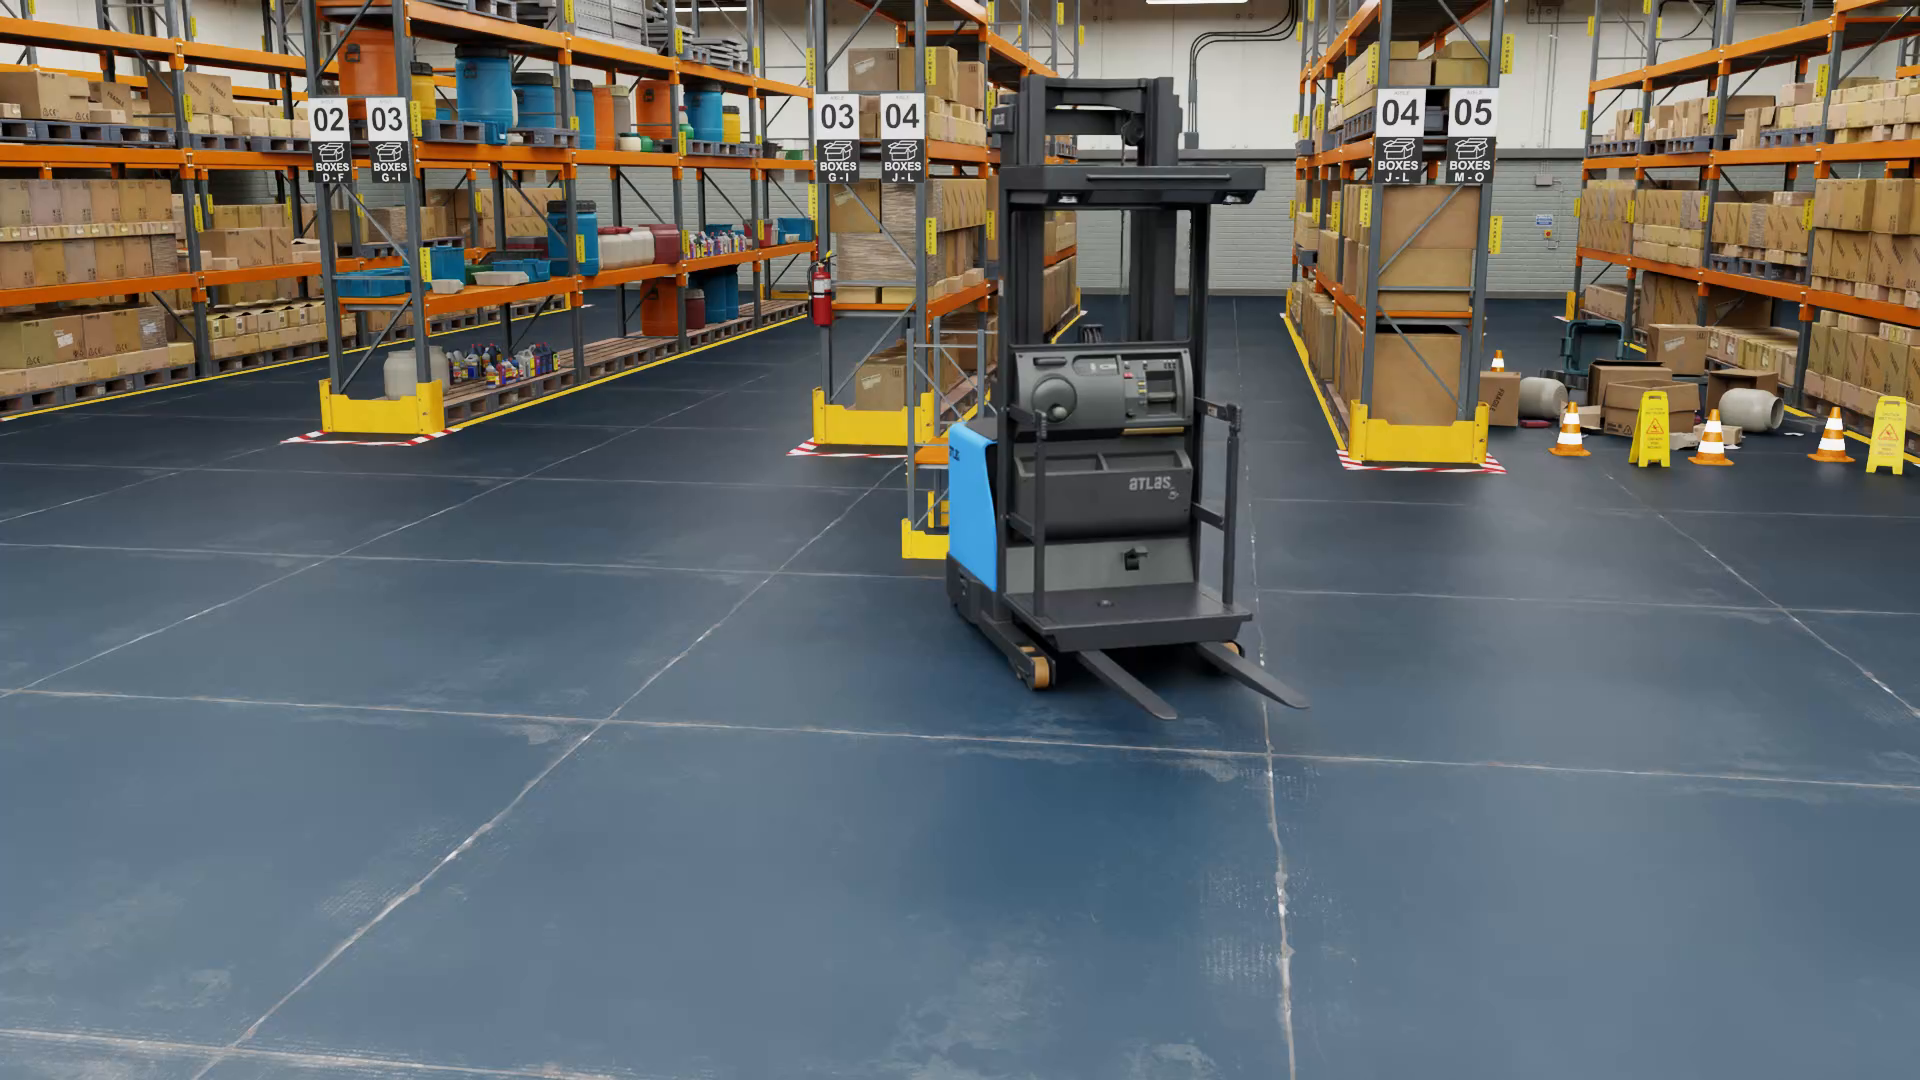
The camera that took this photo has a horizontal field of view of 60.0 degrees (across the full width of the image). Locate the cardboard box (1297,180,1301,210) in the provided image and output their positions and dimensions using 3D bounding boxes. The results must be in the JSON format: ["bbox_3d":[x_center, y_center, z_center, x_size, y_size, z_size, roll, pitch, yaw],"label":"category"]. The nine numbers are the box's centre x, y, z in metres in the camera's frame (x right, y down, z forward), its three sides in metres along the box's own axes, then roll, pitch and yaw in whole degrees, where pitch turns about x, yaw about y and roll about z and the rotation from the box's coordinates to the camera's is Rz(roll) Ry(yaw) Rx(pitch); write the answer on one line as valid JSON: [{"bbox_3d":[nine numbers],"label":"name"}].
[{"bbox_3d":[5.962,-5.808,28.005,0.500,0.500,0.500,1,12,7],"label":"cardboard box"}]

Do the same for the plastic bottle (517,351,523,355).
[{"bbox_3d":[-5.078,-2.073,19.411,0.152,0.276,0.135,2,12,9],"label":"plastic bottle"}]

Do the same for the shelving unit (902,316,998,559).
[{"bbox_3d":[-0.012,-0.717,11.262,0.587,1.500,1.083,2,12,9],"label":"shelving unit"}]

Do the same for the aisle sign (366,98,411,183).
[{"bbox_3d":[-5.421,-3.786,15.772,0.394,0.787,0.004,2,12,9],"label":"aisle sign"}]

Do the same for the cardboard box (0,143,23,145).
[{"bbox_3d":[-14.102,-5.800,24.332,0.500,0.311,0.500,2,12,9],"label":"cardboard box"}]

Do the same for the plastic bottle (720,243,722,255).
[{"bbox_3d":[-3.775,-4.566,26.032,0.097,0.201,0.097,0,12,0],"label":"plastic bottle"}]

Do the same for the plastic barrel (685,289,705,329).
[{"bbox_3d":[-4.236,-3.569,25.663,0.600,0.588,0.708,2,12,9],"label":"plastic barrel"}]

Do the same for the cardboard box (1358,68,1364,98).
[{"bbox_3d":[4.036,-4.310,15.668,0.500,0.250,0.500,2,12,8],"label":"cardboard box"}]

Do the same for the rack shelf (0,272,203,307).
[{"bbox_3d":[-10.285,-2.766,18.915,1.077,0.370,4.000,2,12,9],"label":"rack shelf"}]

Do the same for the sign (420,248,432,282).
[{"bbox_3d":[-5.156,-2.657,16.043,0.100,0.325,0.005,2,12,9],"label":"sign"}]

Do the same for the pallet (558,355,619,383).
[{"bbox_3d":[-5.001,-2.174,21.081,1.003,0.211,1.213,2,12,9],"label":"pallet"}]

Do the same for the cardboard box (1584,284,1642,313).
[{"bbox_3d":[11.445,-4.201,28.953,0.875,0.438,0.875,1,12,7],"label":"cardboard box"}]

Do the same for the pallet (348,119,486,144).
[{"bbox_3d":[-5.475,-4.083,16.648,1.003,0.211,1.213,2,12,9],"label":"pallet"}]

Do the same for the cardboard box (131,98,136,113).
[{"bbox_3d":[-13.978,-7.162,27.422,0.500,0.250,0.500,1,12,7],"label":"cardboard box"}]

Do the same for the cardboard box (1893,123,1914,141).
[{"bbox_3d":[8.958,-3.806,15.512,0.380,0.149,0.250,2,12,8],"label":"cardboard box"}]

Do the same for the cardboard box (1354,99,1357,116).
[{"bbox_3d":[4.070,-4.247,16.321,0.380,0.149,0.250,2,12,9],"label":"cardboard box"}]

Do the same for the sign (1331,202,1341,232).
[{"bbox_3d":[4.158,-3.573,18.394,0.100,0.325,0.005,2,12,9],"label":"sign"}]

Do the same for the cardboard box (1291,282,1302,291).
[{"bbox_3d":[6.125,-4.533,29.765,0.380,0.149,0.250,1,12,6],"label":"cardboard box"}]

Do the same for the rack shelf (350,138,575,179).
[{"bbox_3d":[-5.391,-4.071,17.851,1.077,0.370,4.000,2,12,9],"label":"rack shelf"}]

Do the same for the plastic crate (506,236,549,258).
[{"bbox_3d":[-5.312,-3.515,20.530,0.402,0.464,0.583,2,12,9],"label":"plastic crate"}]

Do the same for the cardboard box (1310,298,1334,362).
[{"bbox_3d":[4.997,-2.663,21.072,1.050,0.750,0.750,2,12,10],"label":"cardboard box"}]

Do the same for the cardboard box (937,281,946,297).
[{"bbox_3d":[-0.351,-2.516,16.644,0.380,0.149,0.250,2,12,9],"label":"cardboard box"}]

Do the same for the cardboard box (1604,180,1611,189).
[{"bbox_3d":[10.840,-5.857,27.403,0.380,0.149,0.250,2,12,7],"label":"cardboard box"}]

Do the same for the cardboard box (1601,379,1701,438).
[{"bbox_3d":[6.756,-1.286,16.265,0.797,0.503,0.637,-7,14,-30],"label":"cardboard box"}]

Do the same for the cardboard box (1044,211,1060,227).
[{"bbox_3d":[1.367,-5.408,27.336,0.500,0.500,0.500,2,12,9],"label":"cardboard box"}]

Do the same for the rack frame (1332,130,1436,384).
[{"bbox_3d":[4.696,-3.030,18.435,1.000,3.000,0.127,2,12,9],"label":"rack frame"}]

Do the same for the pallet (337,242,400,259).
[{"bbox_3d":[-9.328,-4.416,25.321,1.213,0.211,1.003,2,12,9],"label":"pallet"}]

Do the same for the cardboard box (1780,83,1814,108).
[{"bbox_3d":[9.701,-5.072,18.959,0.500,0.250,0.500,2,12,10],"label":"cardboard box"}]

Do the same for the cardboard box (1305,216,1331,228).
[{"bbox_3d":[4.933,-4.353,22.761,0.380,0.149,0.250,1,12,6],"label":"cardboard box"}]

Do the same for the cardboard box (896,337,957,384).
[{"bbox_3d":[-0.371,-1.994,18.563,0.500,0.500,0.500,6,14,27],"label":"cardboard box"}]

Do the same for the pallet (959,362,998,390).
[{"bbox_3d":[-0.071,-2.011,20.325,1.003,0.211,1.213,2,12,9],"label":"pallet"}]

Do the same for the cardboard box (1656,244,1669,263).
[{"bbox_3d":[10.246,-4.082,23.672,0.500,0.250,0.500,2,12,8],"label":"cardboard box"}]

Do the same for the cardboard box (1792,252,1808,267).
[{"bbox_3d":[9.409,-3.090,18.309,0.380,0.149,0.250,2,12,9],"label":"cardboard box"}]

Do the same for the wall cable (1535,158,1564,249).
[{"bbox_3d":[12.292,-7.076,34.719,0.585,1.953,0.123,2,12,9],"label":"wall cable"}]

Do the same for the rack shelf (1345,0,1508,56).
[{"bbox_3d":[4.388,-5.000,15.989,1.077,0.370,4.000,2,12,9],"label":"rack shelf"}]

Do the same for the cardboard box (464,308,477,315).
[{"bbox_3d":[-8.540,-4.080,28.196,0.500,0.500,0.500,2,12,8],"label":"cardboard box"}]

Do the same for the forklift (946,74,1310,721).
[{"bbox_3d":[0.790,-0.791,8.207,1.130,2.935,3.031,-3,13,-14],"label":"forklift"}]

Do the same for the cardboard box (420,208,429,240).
[{"bbox_3d":[-8.958,-5.084,26.728,0.700,0.500,0.500,-1,12,-6],"label":"cardboard box"}]

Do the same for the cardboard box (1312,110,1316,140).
[{"bbox_3d":[5.759,-6.341,25.442,0.700,0.500,0.500,2,12,9],"label":"cardboard box"}]

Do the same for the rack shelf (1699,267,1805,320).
[{"bbox_3d":[9.910,-2.956,19.796,1.077,0.370,4.000,2,12,9],"label":"rack shelf"}]

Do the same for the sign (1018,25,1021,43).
[{"bbox_3d":[1.108,-9.196,30.212,0.100,0.325,0.005,2,12,9],"label":"sign"}]

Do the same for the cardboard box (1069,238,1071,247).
[{"bbox_3d":[1.771,-5.290,29.516,0.380,0.149,0.250,2,12,7],"label":"cardboard box"}]

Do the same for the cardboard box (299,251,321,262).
[{"bbox_3d":[-9.228,-4.048,23.751,0.380,0.149,0.250,2,12,9],"label":"cardboard box"}]

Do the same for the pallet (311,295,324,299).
[{"bbox_3d":[-13.073,-4.660,32.613,1.003,0.211,1.213,2,12,9],"label":"pallet"}]

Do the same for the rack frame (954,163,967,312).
[{"bbox_3d":[0.425,-4.045,23.142,1.000,3.000,0.127,2,12,9],"label":"rack frame"}]

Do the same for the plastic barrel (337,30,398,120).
[{"bbox_3d":[-5.750,-4.527,16.242,0.600,0.830,0.708,2,12,9],"label":"plastic barrel"}]

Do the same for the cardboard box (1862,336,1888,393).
[{"bbox_3d":[9.014,-1.675,15.895,0.500,0.500,0.500,2,12,7],"label":"cardboard box"}]

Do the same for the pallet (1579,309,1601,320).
[{"bbox_3d":[11.402,-3.857,28.889,1.003,0.211,1.213,2,12,9],"label":"pallet"}]

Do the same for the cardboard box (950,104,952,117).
[{"bbox_3d":[-0.280,-4.395,17.058,0.380,0.149,0.250,1,12,7],"label":"cardboard box"}]

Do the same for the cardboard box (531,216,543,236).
[{"bbox_3d":[-8.090,-5.767,30.896,0.500,0.500,0.500,2,12,9],"label":"cardboard box"}]

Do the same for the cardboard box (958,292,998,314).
[{"bbox_3d":[0.281,-3.153,22.115,0.500,0.250,0.500,3,13,15],"label":"cardboard box"}]

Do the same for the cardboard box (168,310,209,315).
[{"bbox_3d":[-10.125,-2.871,21.896,0.500,0.311,0.500,2,12,10],"label":"cardboard box"}]

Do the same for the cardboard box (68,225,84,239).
[{"bbox_3d":[-10.082,-3.462,18.660,0.380,0.149,0.250,2,12,9],"label":"cardboard box"}]

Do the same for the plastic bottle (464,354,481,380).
[{"bbox_3d":[-5.562,-1.974,18.956,0.152,0.276,0.135,2,12,9],"label":"plastic bottle"}]

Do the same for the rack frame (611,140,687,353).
[{"bbox_3d":[-4.469,-4.205,23.887,1.000,3.000,0.127,2,12,9],"label":"rack frame"}]

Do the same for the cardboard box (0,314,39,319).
[{"bbox_3d":[-10.665,-2.259,18.605,0.500,0.500,0.500,2,12,9],"label":"cardboard box"}]
